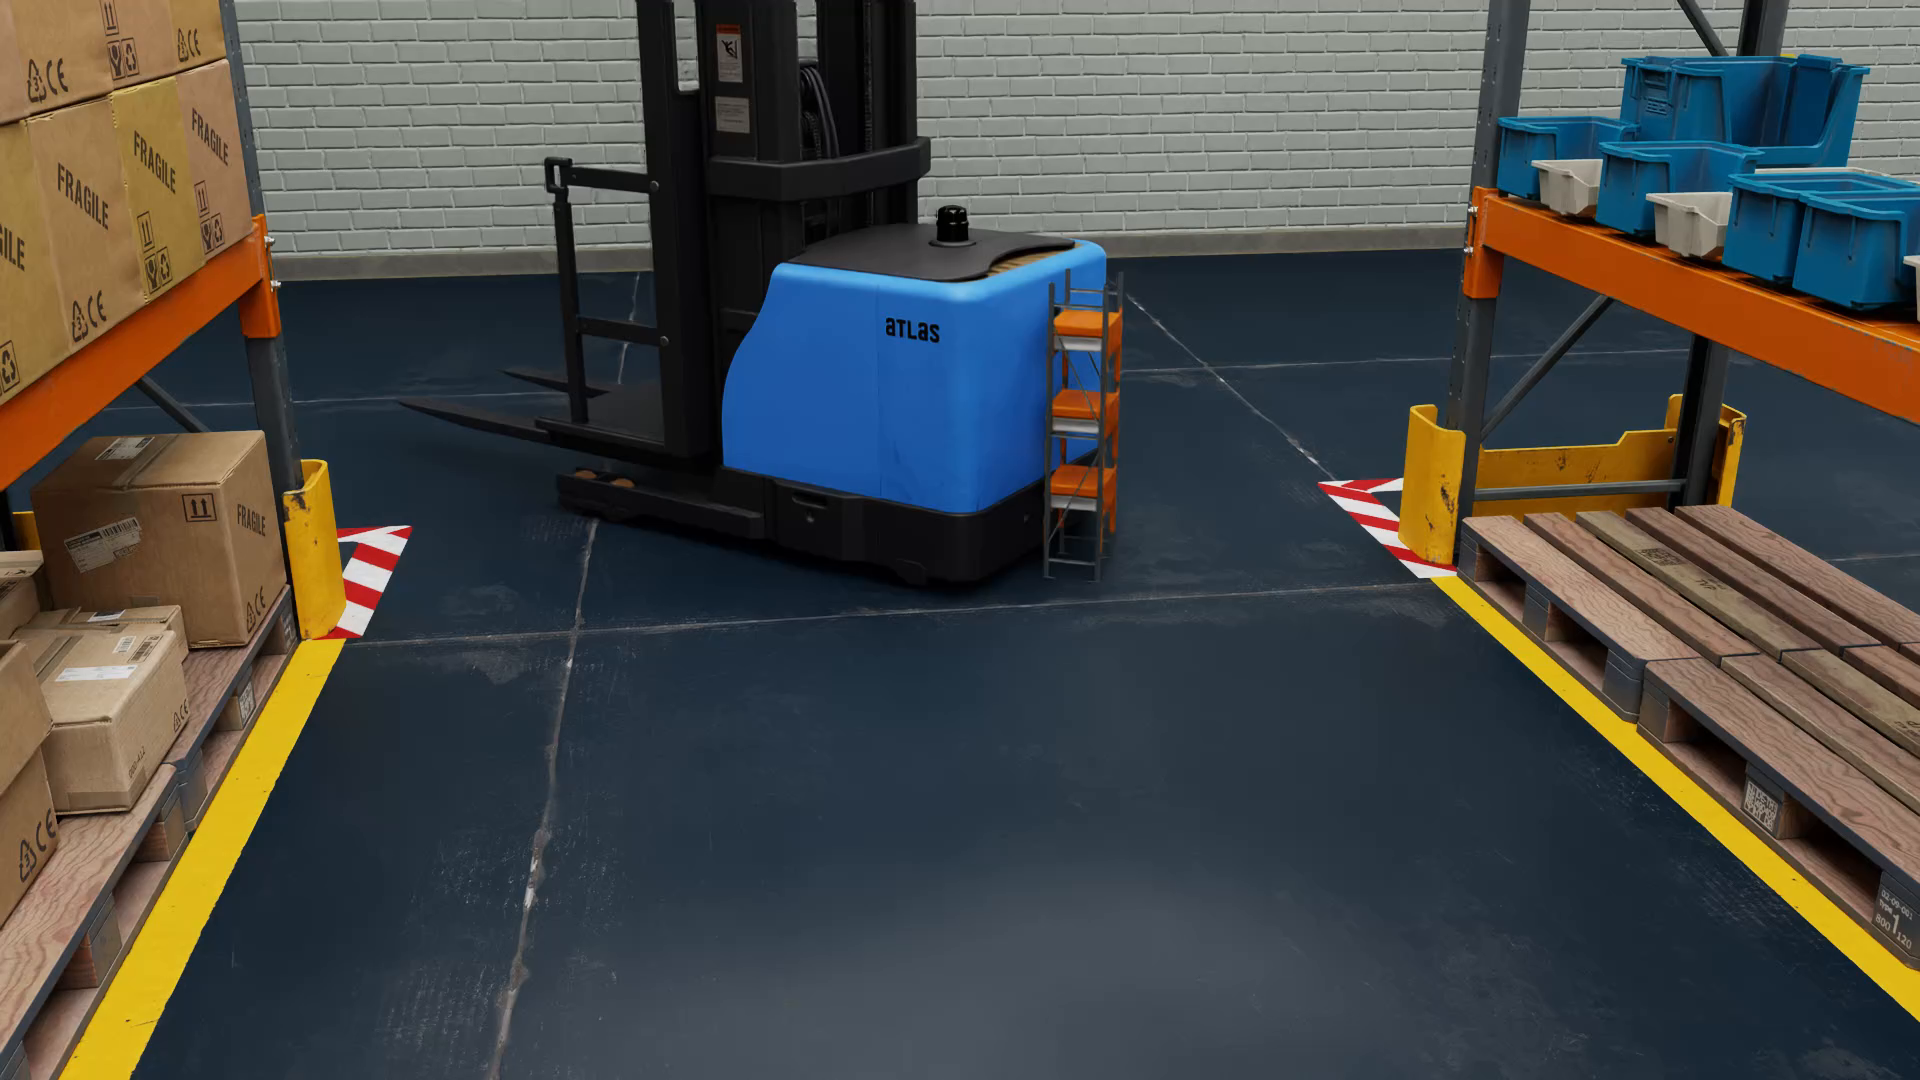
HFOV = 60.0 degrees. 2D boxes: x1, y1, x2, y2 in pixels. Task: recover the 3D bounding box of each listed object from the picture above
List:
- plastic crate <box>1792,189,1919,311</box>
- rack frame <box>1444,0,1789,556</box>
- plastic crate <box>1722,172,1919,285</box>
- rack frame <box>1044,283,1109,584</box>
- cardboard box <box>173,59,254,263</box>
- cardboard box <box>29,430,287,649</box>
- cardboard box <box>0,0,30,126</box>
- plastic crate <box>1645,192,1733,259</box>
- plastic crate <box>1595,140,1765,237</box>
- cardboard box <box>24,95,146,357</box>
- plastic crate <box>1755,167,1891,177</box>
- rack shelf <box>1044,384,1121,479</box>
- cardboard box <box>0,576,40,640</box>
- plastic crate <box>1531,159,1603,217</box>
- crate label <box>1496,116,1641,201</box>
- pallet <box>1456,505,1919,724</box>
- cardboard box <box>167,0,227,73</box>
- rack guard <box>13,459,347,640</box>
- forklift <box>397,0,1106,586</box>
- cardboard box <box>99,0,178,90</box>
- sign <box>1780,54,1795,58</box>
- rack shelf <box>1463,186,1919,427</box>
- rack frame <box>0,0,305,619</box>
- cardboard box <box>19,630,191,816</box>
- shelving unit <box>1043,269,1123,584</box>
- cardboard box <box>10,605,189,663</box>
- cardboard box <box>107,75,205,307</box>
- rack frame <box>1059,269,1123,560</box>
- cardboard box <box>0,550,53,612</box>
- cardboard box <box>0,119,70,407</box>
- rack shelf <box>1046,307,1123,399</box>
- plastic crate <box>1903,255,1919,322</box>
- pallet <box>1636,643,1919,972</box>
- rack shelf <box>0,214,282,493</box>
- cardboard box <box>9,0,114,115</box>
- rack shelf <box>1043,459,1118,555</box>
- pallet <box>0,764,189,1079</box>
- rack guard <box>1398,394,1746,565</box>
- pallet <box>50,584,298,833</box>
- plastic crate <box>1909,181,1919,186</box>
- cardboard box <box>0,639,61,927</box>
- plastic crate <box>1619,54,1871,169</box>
[{"bbox_3d":[2.196,-0.680,3.903,0.416,0.233,0.300,-3,21,-8],"label":"plastic crate"},{"bbox_3d":[2.253,-1.392,5.656,1.000,3.000,0.127,-3,21,-8],"label":"rack frame"},{"bbox_3d":[2.152,-0.784,4.181,0.416,0.233,0.300,-3,21,-8],"label":"plastic crate"},{"bbox_3d":[0.391,-0.348,5.647,0.200,1.050,0.008,6,21,15],"label":"rack frame"},{"bbox_3d":[-2.315,-1.049,4.595,0.500,0.500,0.500,-2,21,-6],"label":"cardboard box"},{"bbox_3d":[-2.327,-0.003,4.881,0.500,0.500,0.500,-3,21,-8],"label":"cardboard box"},{"bbox_3d":[-2.086,-0.987,2.999,0.500,0.500,0.500,-2,21,-6],"label":"cardboard box"},{"bbox_3d":[2.025,-0.845,4.481,0.250,0.136,0.298,-3,21,-8],"label":"plastic crate"},{"bbox_3d":[2.057,-1.012,4.792,0.416,0.233,0.300,-3,21,-8],"label":"plastic crate"},{"bbox_3d":[-2.171,-0.697,3.651,0.500,0.500,0.500,-3,21,-7],"label":"cardboard box"},{"bbox_3d":[2.549,-1.024,4.961,0.396,0.136,0.243,-3,21,-8],"label":"plastic crate"},{"bbox_3d":[0.425,-0.379,5.760,0.215,0.259,0.240,6,21,15],"label":"rack shelf"},{"bbox_3d":[-2.780,0.314,4.389,0.500,0.250,0.500,-3,21,-8],"label":"cardboard box"},{"bbox_3d":[1.927,-1.079,5.110,0.250,0.136,0.298,-3,21,-8],"label":"plastic crate"},{"bbox_3d":[1.963,-1.240,5.402,0.416,0.233,0.303,-3,21,-8],"label":"crate label"},{"bbox_3d":[2.333,0.202,5.375,1.003,0.211,1.213,-3,21,-8],"label":"pallet"},{"bbox_3d":[-2.313,-1.519,4.423,0.500,0.500,0.500,-3,21,-8],"label":"cardboard box"},{"bbox_3d":[-2.638,0.054,5.358,1.175,0.500,0.348,-3,21,-8],"label":"rack guard"},{"bbox_3d":[-0.975,-1.585,6.270,3.031,2.935,1.130,12,24,30],"label":"forklift"},{"bbox_3d":[-2.239,-1.344,3.955,0.500,0.500,0.500,-2,21,-6],"label":"cardboard box"},{"bbox_3d":[2.795,-1.502,5.717,0.100,0.325,0.005,-3,21,-8],"label":"sign"},{"bbox_3d":[2.541,-0.363,3.928,1.077,0.370,4.000,-3,21,-8],"label":"rack shelf"},{"bbox_3d":[-2.649,-1.144,4.991,1.000,3.000,0.127,-3,21,-8],"label":"rack frame"},{"bbox_3d":[-2.220,0.445,4.040,0.500,0.250,0.500,-3,21,-8],"label":"cardboard box"},{"bbox_3d":[0.425,-0.389,5.756,0.215,1.050,0.252,6,21,15],"label":"shelving unit"},{"bbox_3d":[-2.358,0.298,4.551,0.380,0.166,0.250,-3,21,-8],"label":"cardboard box"},{"bbox_3d":[-2.237,-0.870,4.115,0.500,0.500,0.500,-3,21,-7],"label":"cardboard box"},{"bbox_3d":[0.459,-0.430,5.866,0.200,1.050,0.008,6,21,15],"label":"rack frame"},{"bbox_3d":[-2.929,0.148,4.978,0.380,0.149,0.250,-3,21,-8],"label":"cardboard box"},{"bbox_3d":[-2.098,-0.522,3.184,0.500,0.500,0.500,-3,21,-9],"label":"cardboard box"},{"bbox_3d":[0.425,-0.645,5.661,0.215,0.259,0.240,6,21,15],"label":"rack shelf"},{"bbox_3d":[2.281,-0.500,3.558,0.293,0.136,0.466,-3,21,-8],"label":"plastic crate"},{"bbox_3d":[2.506,0.623,4.246,1.003,0.211,1.213,-3,21,-8],"label":"pallet"},{"bbox_3d":[-2.361,-0.114,3.263,1.077,0.370,4.000,-3,21,-8],"label":"rack shelf"},{"bbox_3d":[-2.160,-1.165,3.475,0.500,0.500,0.500,-2,21,-6],"label":"cardboard box"},{"bbox_3d":[0.425,-0.118,5.857,0.215,0.259,0.240,6,21,15],"label":"rack shelf"},{"bbox_3d":[-2.350,0.887,3.541,1.003,0.211,1.213,-3,21,-8],"label":"pallet"},{"bbox_3d":[2.236,-0.229,6.114,1.175,0.500,0.348,-3,21,-8],"label":"rack guard"},{"bbox_3d":[-2.523,0.465,4.670,1.003,0.211,1.213,-3,21,-8],"label":"pallet"},{"bbox_3d":[2.577,-0.922,4.690,0.396,0.136,0.243,-3,21,-8],"label":"plastic crate"},{"bbox_3d":[-2.349,0.554,3.384,0.797,0.503,0.637,-3,21,-8],"label":"cardboard box"},{"bbox_3d":[2.486,-1.330,5.355,0.616,0.435,0.499,-3,21,-8],"label":"plastic crate"}]
